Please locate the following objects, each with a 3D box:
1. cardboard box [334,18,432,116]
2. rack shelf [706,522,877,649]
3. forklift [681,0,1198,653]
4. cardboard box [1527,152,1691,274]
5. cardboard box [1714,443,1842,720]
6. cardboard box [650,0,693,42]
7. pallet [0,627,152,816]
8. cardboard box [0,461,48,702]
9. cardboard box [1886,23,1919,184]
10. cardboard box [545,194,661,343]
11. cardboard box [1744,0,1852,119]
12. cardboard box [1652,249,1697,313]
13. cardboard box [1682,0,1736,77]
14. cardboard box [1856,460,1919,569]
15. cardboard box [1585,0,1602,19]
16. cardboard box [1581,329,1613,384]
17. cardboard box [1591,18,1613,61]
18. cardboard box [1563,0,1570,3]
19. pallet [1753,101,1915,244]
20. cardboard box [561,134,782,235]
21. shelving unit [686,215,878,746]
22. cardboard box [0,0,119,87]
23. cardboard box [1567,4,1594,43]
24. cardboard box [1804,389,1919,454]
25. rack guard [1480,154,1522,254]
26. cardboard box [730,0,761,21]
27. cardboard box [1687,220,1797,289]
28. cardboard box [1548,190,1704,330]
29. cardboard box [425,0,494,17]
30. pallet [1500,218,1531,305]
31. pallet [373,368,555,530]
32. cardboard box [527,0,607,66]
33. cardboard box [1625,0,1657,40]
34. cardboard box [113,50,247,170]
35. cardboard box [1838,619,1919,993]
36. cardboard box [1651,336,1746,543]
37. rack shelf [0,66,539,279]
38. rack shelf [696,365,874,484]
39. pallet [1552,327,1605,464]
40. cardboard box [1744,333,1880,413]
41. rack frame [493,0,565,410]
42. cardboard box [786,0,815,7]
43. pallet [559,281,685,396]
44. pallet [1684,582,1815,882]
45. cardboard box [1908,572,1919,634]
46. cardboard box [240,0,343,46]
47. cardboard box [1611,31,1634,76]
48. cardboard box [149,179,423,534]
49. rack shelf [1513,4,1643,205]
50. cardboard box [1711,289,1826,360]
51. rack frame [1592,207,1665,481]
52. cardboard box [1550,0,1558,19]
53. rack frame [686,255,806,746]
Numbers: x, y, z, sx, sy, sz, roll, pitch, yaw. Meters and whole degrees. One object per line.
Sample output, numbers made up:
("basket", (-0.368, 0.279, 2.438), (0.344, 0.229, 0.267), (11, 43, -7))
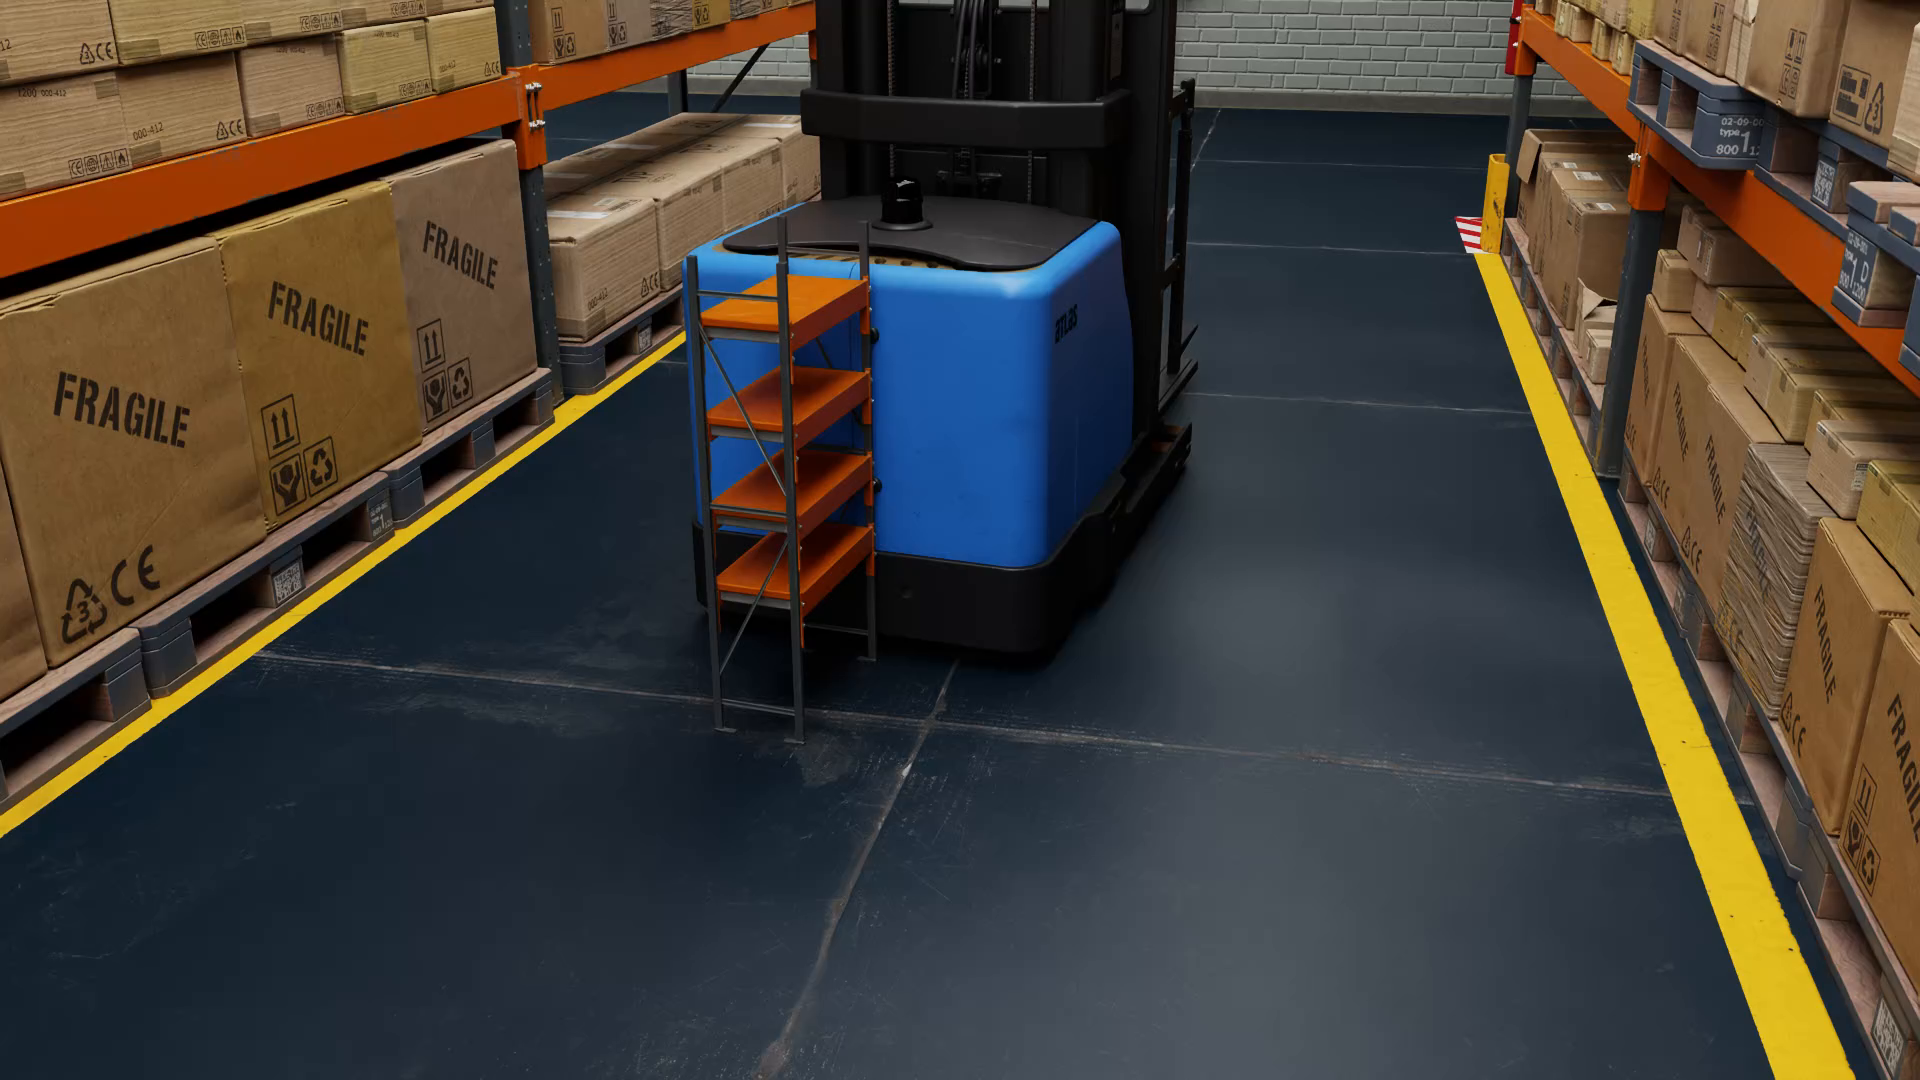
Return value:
("cardboard box", (-2.054, -1.528, 5.332), (0.500, 0.250, 0.500), (4, 22, 10))
("rack shelf", (-0.419, 0.094, 4.226), (0.258, 0.148, 0.480), (7, 23, 17))
("forklift", (0.200, -1.581, 5.355), (1.130, 2.935, 3.031), (7, 23, 17))
("cardboard box", (3.142, -1.562, 8.000), (0.700, 0.500, 0.500), (5, 23, 13))
("cardboard box", (2.120, 0.102, 3.870), (0.500, 0.500, 0.500), (4, 22, 9))
("cardboard box", (-1.538, -2.530, 7.486), (0.500, 0.500, 0.500), (5, 22, 11))
("pallet", (-2.686, 0.507, 3.812), (1.003, 0.211, 1.213), (4, 22, 11))
("cardboard box", (-2.698, 0.041, 3.519), (0.875, 0.875, 0.875), (4, 22, 10))
("cardboard box", (1.838, -0.663, 2.622), (0.500, 0.250, 0.500), (3, 22, 8))
("cardboard box", (-1.871, -1.194, 7.172), (0.875, 0.438, 0.875), (4, 22, 10))
("cardboard box", (2.172, -1.195, 3.609), (0.700, 0.500, 0.500), (4, 22, 11))
("cardboard box", (2.422, -0.815, 5.278), (0.380, 0.149, 0.250), (6, 23, 13))
("cardboard box", (2.332, -1.482, 4.321), (0.700, 0.500, 0.500), (5, 22, 12))
("cardboard box", (2.063, -0.042, 3.359), (0.380, 0.149, 0.250), (4, 22, 10))
("cardboard box", (2.823, -2.229, 6.675), (0.500, 0.250, 0.500), (4, 22, 11))
("cardboard box", (2.582, -0.688, 6.301), (0.380, 0.149, 0.250), (4, 22, 9))
("cardboard box", (2.739, -1.992, 6.621), (0.380, 0.149, 0.250), (4, 22, 10))
("cardboard box", (3.013, -2.606, 7.611), (0.500, 0.250, 0.500), (4, 22, 10))
("pallet", (2.332, -0.749, 3.456), (1.003, 0.211, 1.213), (4, 22, 11))
("cardboard box", (-1.503, -1.852, 8.803), (0.875, 0.438, 0.875), (5, 22, 12))
("shelving unit", (-0.419, -0.153, 4.127), (0.258, 1.200, 0.503), (7, 23, 17))
("cardboard box", (-2.355, -1.203, 3.857), (0.500, 0.250, 0.500), (4, 22, 11))
("cardboard box", (2.891, -2.272, 7.315), (0.380, 0.149, 0.250), (5, 22, 12))
("cardboard box", (2.190, -0.232, 3.829), (0.380, 0.149, 0.250), (5, 22, 11))
("rack guard", (3.556, -1.865, 9.316), (1.175, 0.500, 0.348), (4, 22, 11))
("cardboard box", (-1.340, -2.908, 8.425), (0.500, 0.500, 0.500), (5, 22, 12))
("cardboard box", (2.416, -0.854, 4.977), (0.380, 0.149, 0.250), (3, 22, 8))
("cardboard box", (2.930, -1.182, 7.057), (0.700, 0.500, 0.500), (4, 22, 9))
("cardboard box", (-1.956, -1.949, 5.710), (0.500, 0.250, 0.500), (4, 22, 11))
("pallet", (3.395, -1.440, 8.646), (1.003, 0.211, 1.213), (4, 22, 11))
("pallet", (-2.188, -0.385, 6.028), (1.003, 0.211, 1.213), (4, 22, 11))
("cardboard box", (-1.752, -2.165, 6.580), (0.500, 0.500, 0.500), (5, 23, 13))
("cardboard box", (2.621, -1.863, 5.767), (0.500, 0.250, 0.500), (5, 22, 12))
("cardboard box", (-2.277, -1.155, 4.408), (0.500, 0.250, 0.500), (4, 22, 11))
("cardboard box", (1.928, 0.485, 2.919), (0.500, 0.500, 0.500), (4, 22, 10))
("cardboard box", (2.338, -0.270, 4.792), (0.500, 0.500, 0.500), (4, 22, 10))
("rack shelf", (-2.512, -0.902, 4.540), (1.077, 0.370, 4.000), (4, 22, 11))
("rack shelf", (-0.419, -0.298, 4.068), (0.258, 0.148, 0.480), (7, 23, 17))
("pallet", (2.897, -0.547, 6.430), (1.003, 0.211, 1.213), (4, 22, 11))
("cardboard box", (2.270, -0.423, 4.305), (0.380, 0.149, 0.250), (4, 22, 11))
("rack frame", (-2.104, -1.967, 6.222), (1.000, 3.000, 0.127), (4, 22, 11))
("cardboard box", (-1.127, -3.279, 9.347), (0.500, 0.500, 0.500), (5, 22, 11))
("pallet", (-1.872, -0.945, 7.418), (1.003, 0.211, 1.213), (4, 22, 11))
("pallet", (2.380, 0.452, 3.950), (1.003, 0.211, 1.213), (4, 22, 11))
("cardboard box", (1.915, 0.142, 2.902), (0.380, 0.149, 0.250), (4, 22, 9))
("cardboard box", (-2.151, -1.576, 4.783), (0.500, 0.250, 0.500), (5, 22, 12))
("cardboard box", (2.635, -1.803, 6.151), (0.380, 0.149, 0.250), (5, 22, 12))
("cardboard box", (-2.329, -0.612, 5.140), (0.875, 0.875, 0.875), (5, 22, 12))
("rack shelf", (3.164, -1.987, 7.236), (1.077, 0.370, 4.000), (4, 22, 11))
("cardboard box", (2.400, -0.613, 4.776), (0.380, 0.149, 0.250), (3, 22, 8))
("rack frame", (2.756, -1.590, 5.286), (1.000, 3.000, 0.127), (4, 22, 11))
("cardboard box", (3.230, -2.740, 8.479), (0.380, 0.149, 0.250), (5, 22, 12))
("rack frame", (-0.496, -0.066, 3.912), (0.240, 1.200, 0.015), (7, 23, 17))
